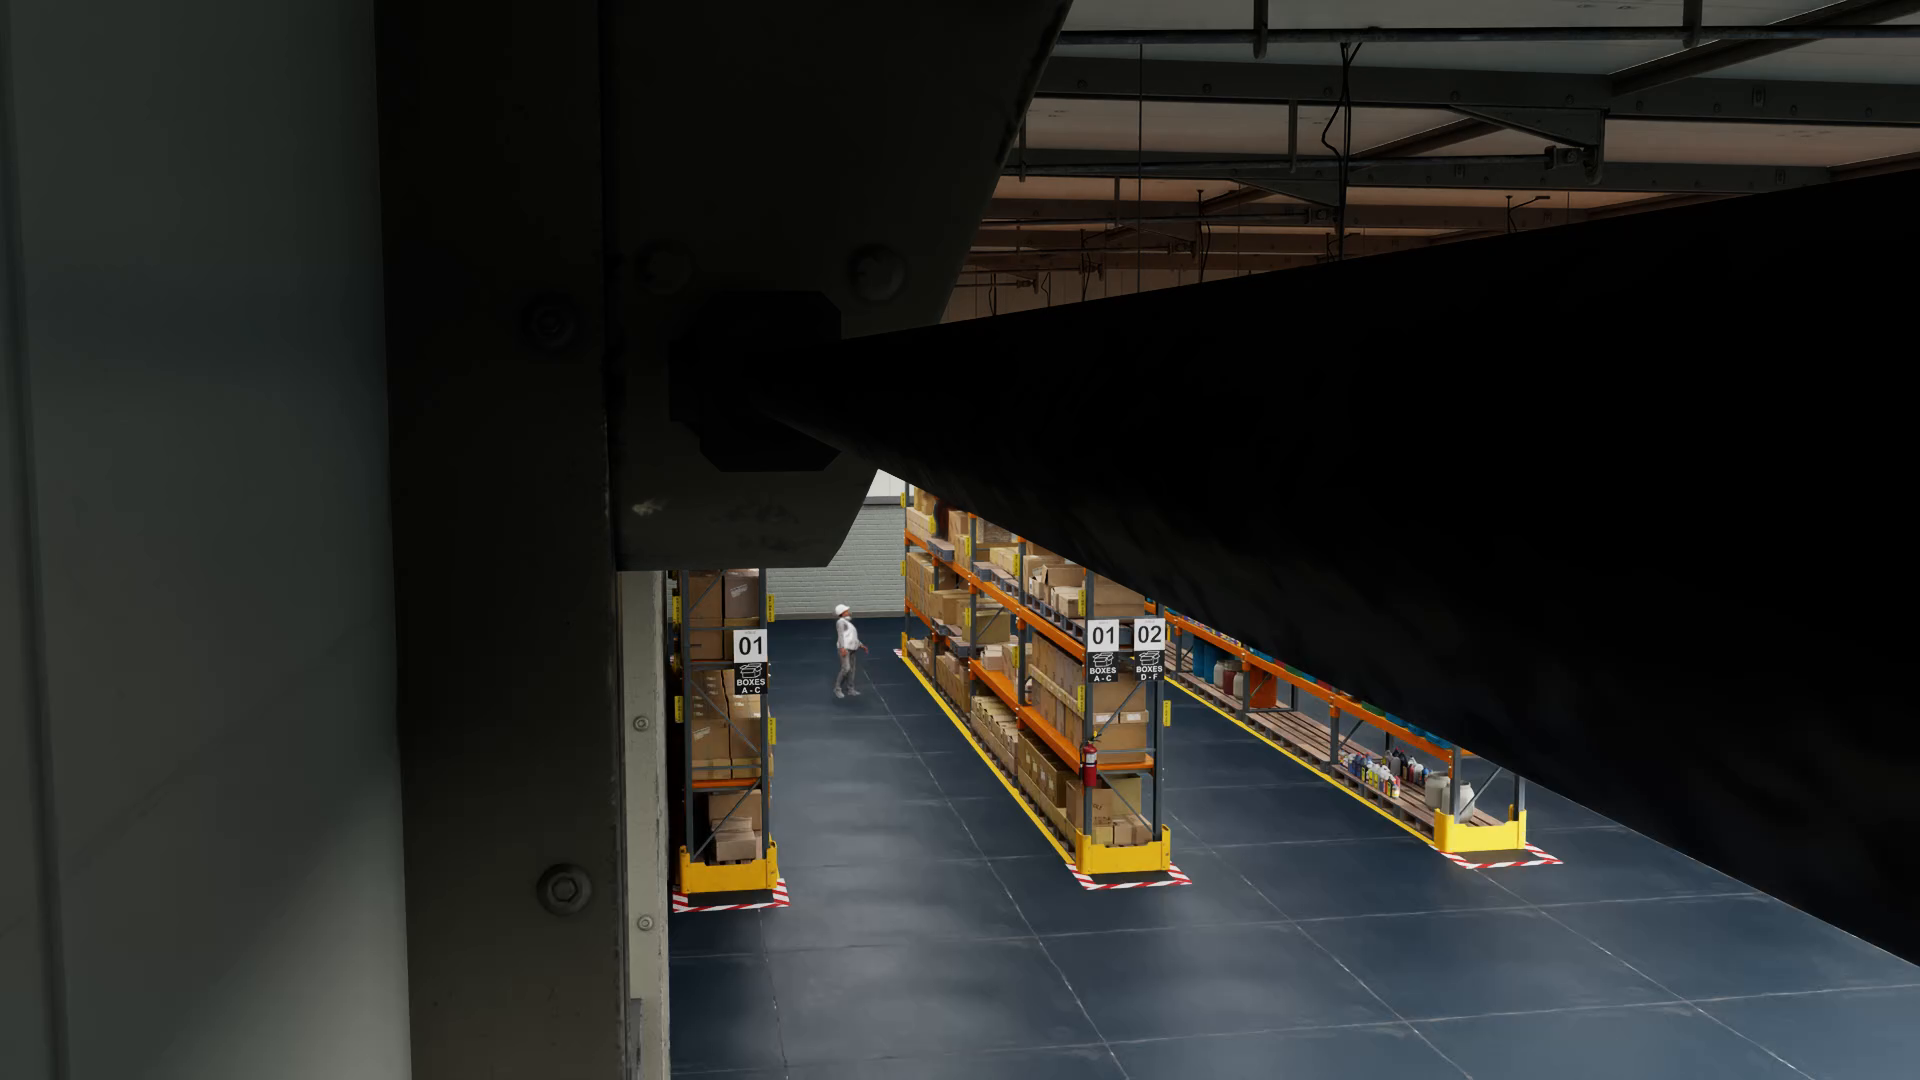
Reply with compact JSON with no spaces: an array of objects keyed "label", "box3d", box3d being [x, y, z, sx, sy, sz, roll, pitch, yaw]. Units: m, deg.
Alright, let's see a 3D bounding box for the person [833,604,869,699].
[{"label":"person","box3d":[-2.144,2.130,31.799,0.592,1.761,0.702,3,6,23]}]
